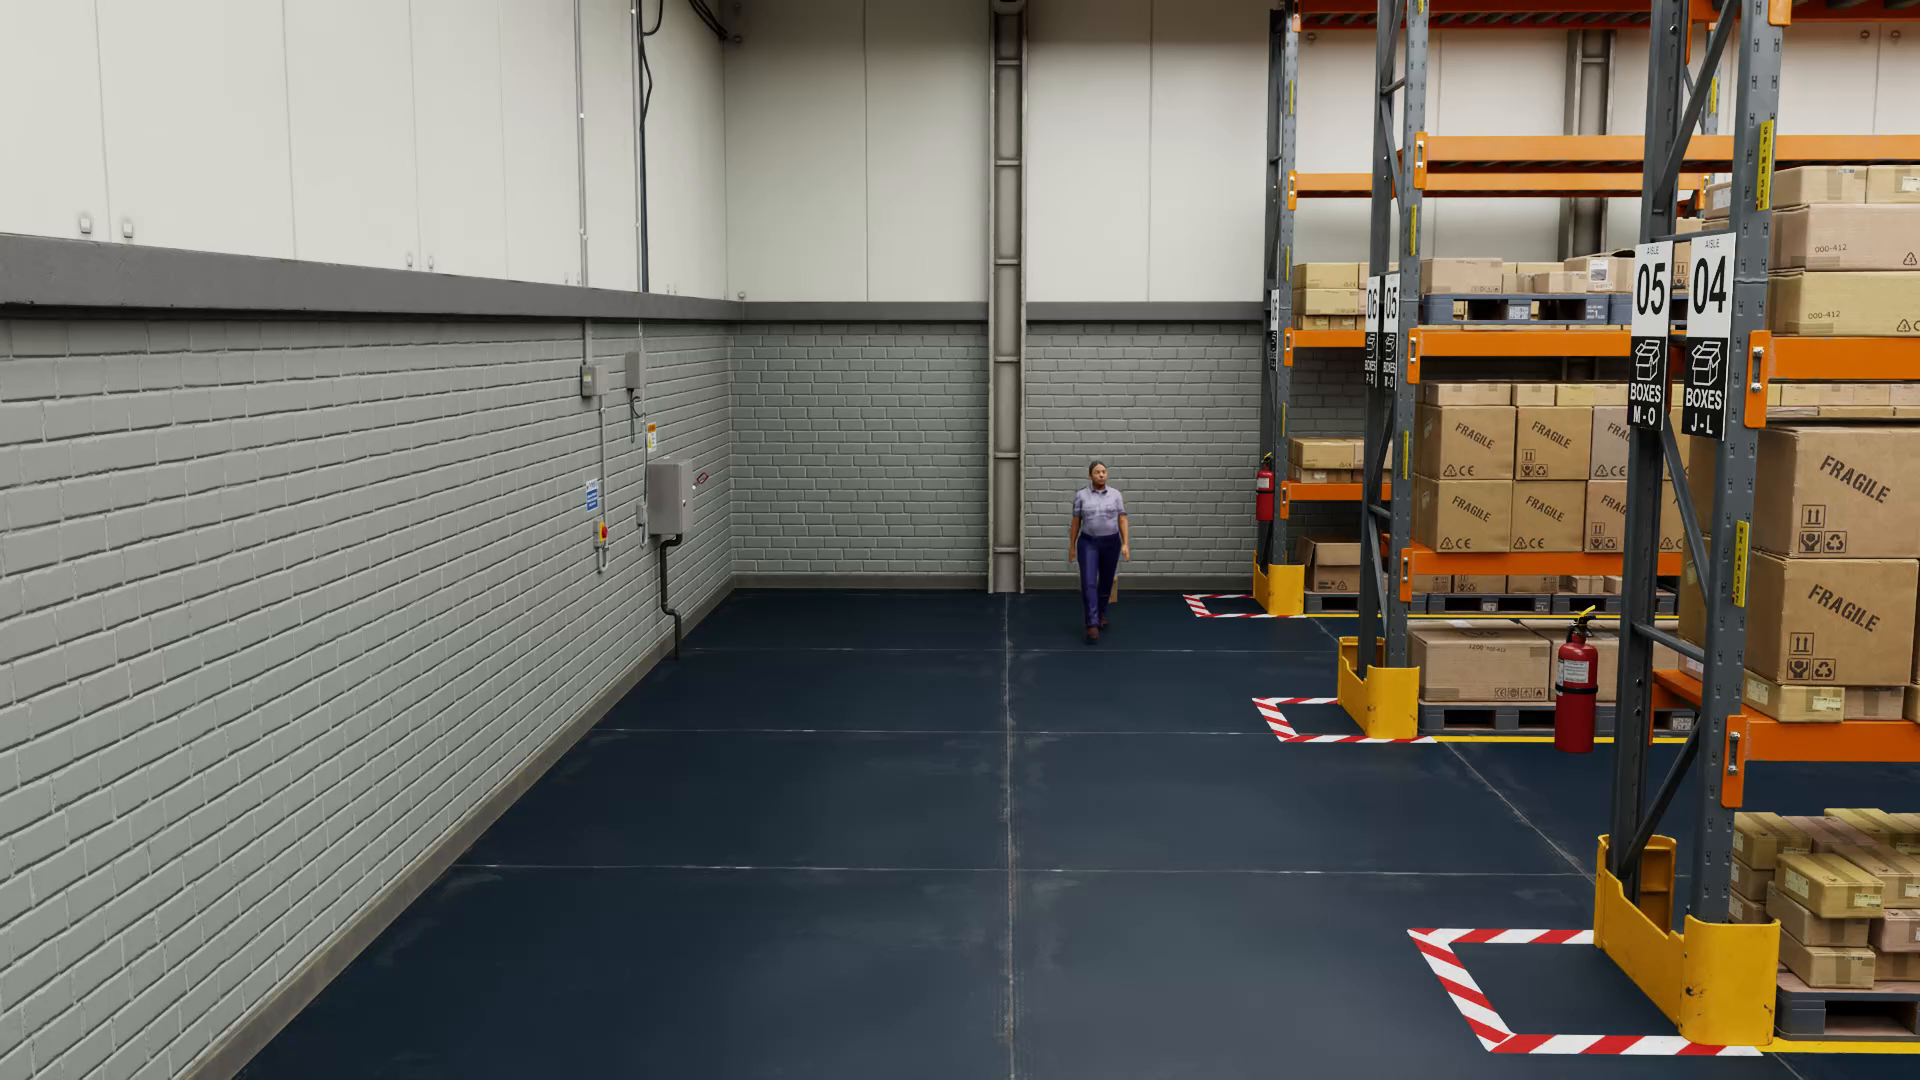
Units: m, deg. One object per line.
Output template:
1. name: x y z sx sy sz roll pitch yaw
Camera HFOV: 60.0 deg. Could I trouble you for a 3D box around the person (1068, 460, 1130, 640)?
1. person: 1.295 0.070 15.256 0.511 1.565 1.013 -1 7 -9
